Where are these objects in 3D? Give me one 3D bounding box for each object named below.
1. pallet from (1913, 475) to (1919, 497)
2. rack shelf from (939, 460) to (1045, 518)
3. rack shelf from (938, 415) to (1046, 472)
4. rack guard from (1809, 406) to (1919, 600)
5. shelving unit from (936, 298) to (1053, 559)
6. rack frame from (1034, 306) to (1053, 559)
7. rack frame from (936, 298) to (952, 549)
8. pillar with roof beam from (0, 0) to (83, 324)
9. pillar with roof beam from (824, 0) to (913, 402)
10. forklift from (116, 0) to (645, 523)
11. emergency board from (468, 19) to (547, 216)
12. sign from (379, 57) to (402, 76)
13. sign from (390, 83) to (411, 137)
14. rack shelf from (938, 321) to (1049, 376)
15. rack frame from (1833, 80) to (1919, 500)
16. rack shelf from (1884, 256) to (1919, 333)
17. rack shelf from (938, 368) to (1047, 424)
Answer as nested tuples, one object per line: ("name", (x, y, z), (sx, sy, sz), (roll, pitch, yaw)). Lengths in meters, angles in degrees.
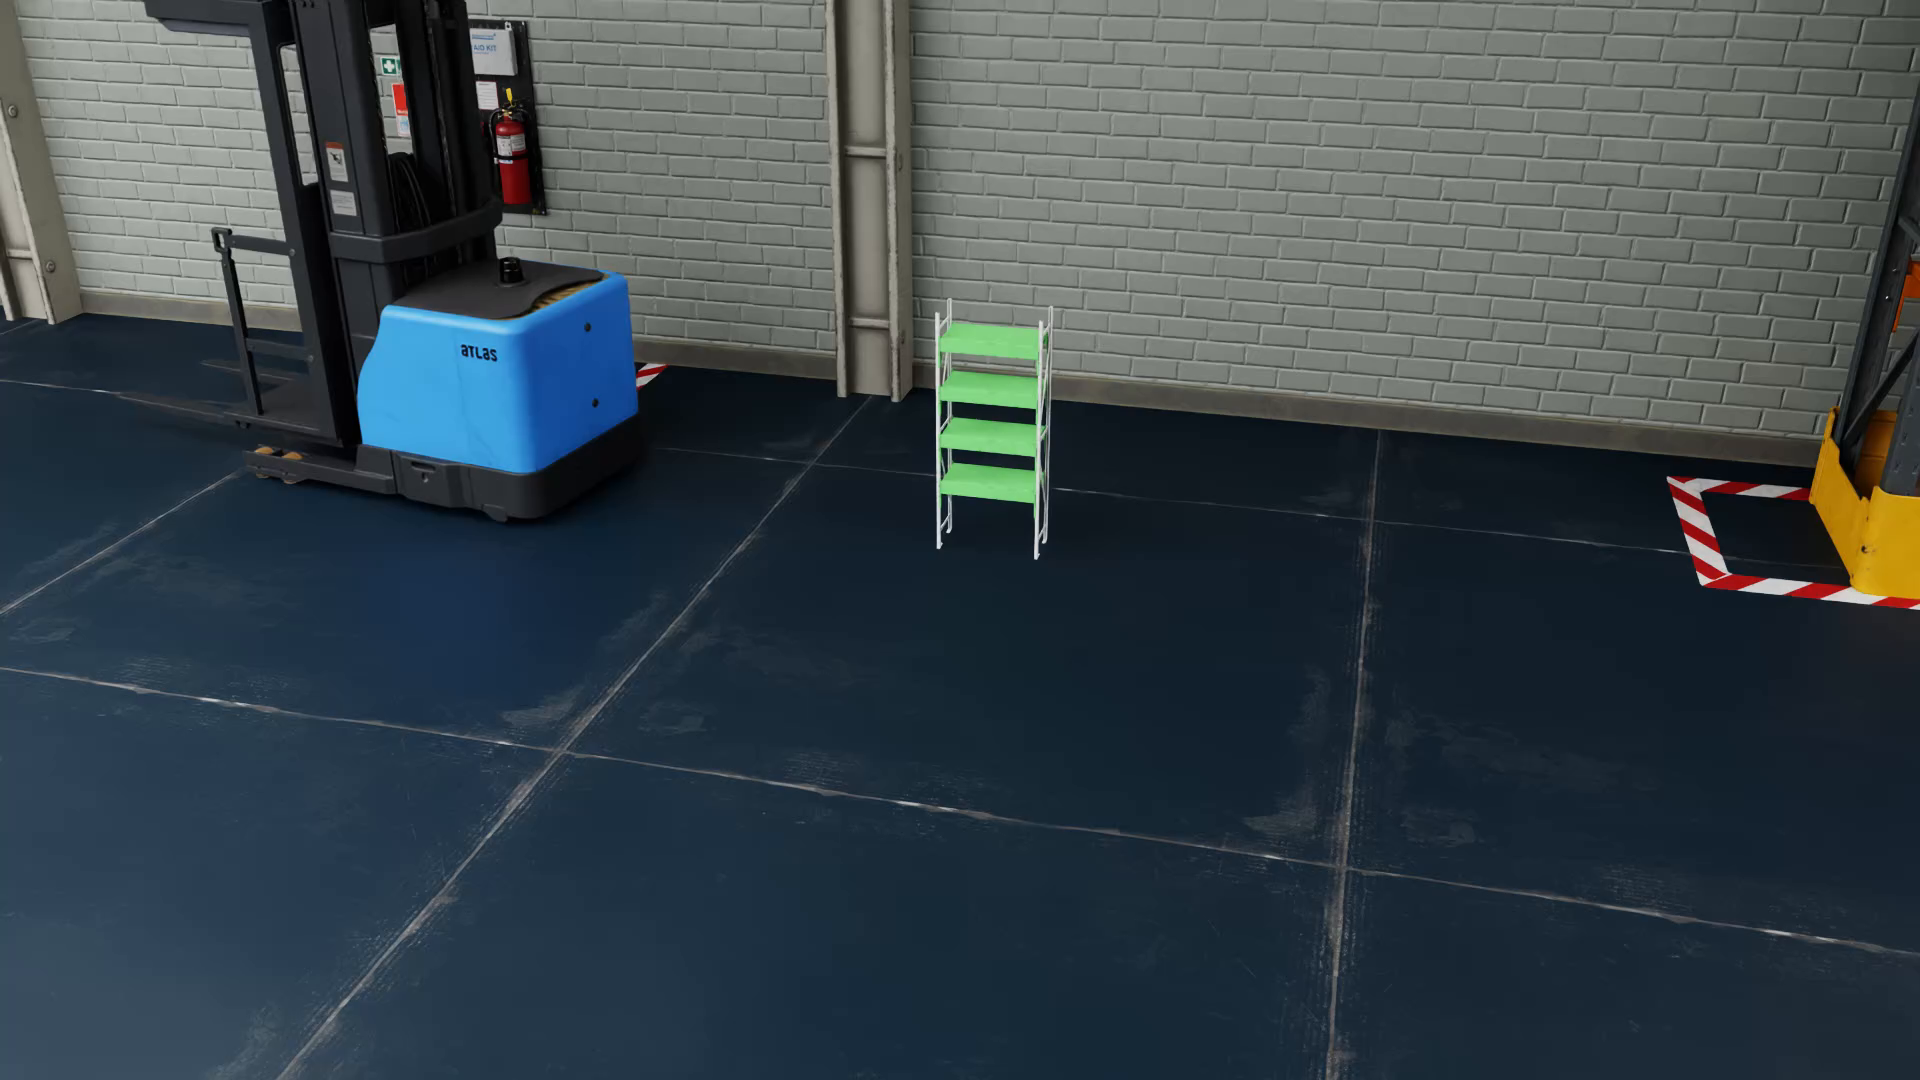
("pallet", (5.254, 0.029, 7.944), (1.213, 0.211, 1.003), (6, 26, 13))
("rack shelf", (0.160, -0.250, 8.085), (0.480, 0.148, 0.258), (6, 26, 13))
("rack shelf", (0.160, -0.466, 7.982), (0.480, 0.148, 0.258), (6, 26, 13))
("rack guard", (4.476, -0.203, 8.095), (0.348, 0.500, 1.175), (6, 26, 13))
("shelving unit", (0.160, -0.524, 7.955), (0.503, 1.200, 0.258), (6, 26, 13))
("rack frame", (0.397, -0.498, 7.900), (0.015, 1.200, 0.240), (6, 26, 13))
("rack frame", (-0.076, -0.550, 8.010), (0.015, 1.200, 0.240), (6, 26, 13))
("pillar with roof beam", (-7.398, -3.826, 5.818), (0.400, 9.000, 9.100), (6, 26, 13))
("pillar with roof beam", (-1.587, -3.184, 4.469), (0.400, 9.000, 9.100), (6, 26, 13))
("forklift", (-3.285, -1.816, 8.654), (3.031, 2.935, 1.130), (11, 27, 21))
("emergency board", (-2.899, -2.548, 10.112), (0.643, 1.169, 0.194), (6, 26, 13))
("sign", (-3.406, -2.901, 10.196), (0.331, 0.109, 0.001), (6, 26, 13))
("sign", (-3.408, -2.666, 10.319), (0.234, 0.329, 0.001), (6, 26, 13))
("rack shelf", (0.160, -0.900, 7.776), (0.480, 0.148, 0.258), (6, 26, 13))
("rack frame", (4.403, -1.340, 7.575), (0.127, 3.000, 1.000), (6, 26, 13))
("rack shelf", (6.340, -0.801, 7.280), (4.000, 0.370, 1.077), (6, 26, 13))
("rack shelf", (0.160, -0.683, 7.879), (0.480, 0.148, 0.258), (6, 26, 13))
